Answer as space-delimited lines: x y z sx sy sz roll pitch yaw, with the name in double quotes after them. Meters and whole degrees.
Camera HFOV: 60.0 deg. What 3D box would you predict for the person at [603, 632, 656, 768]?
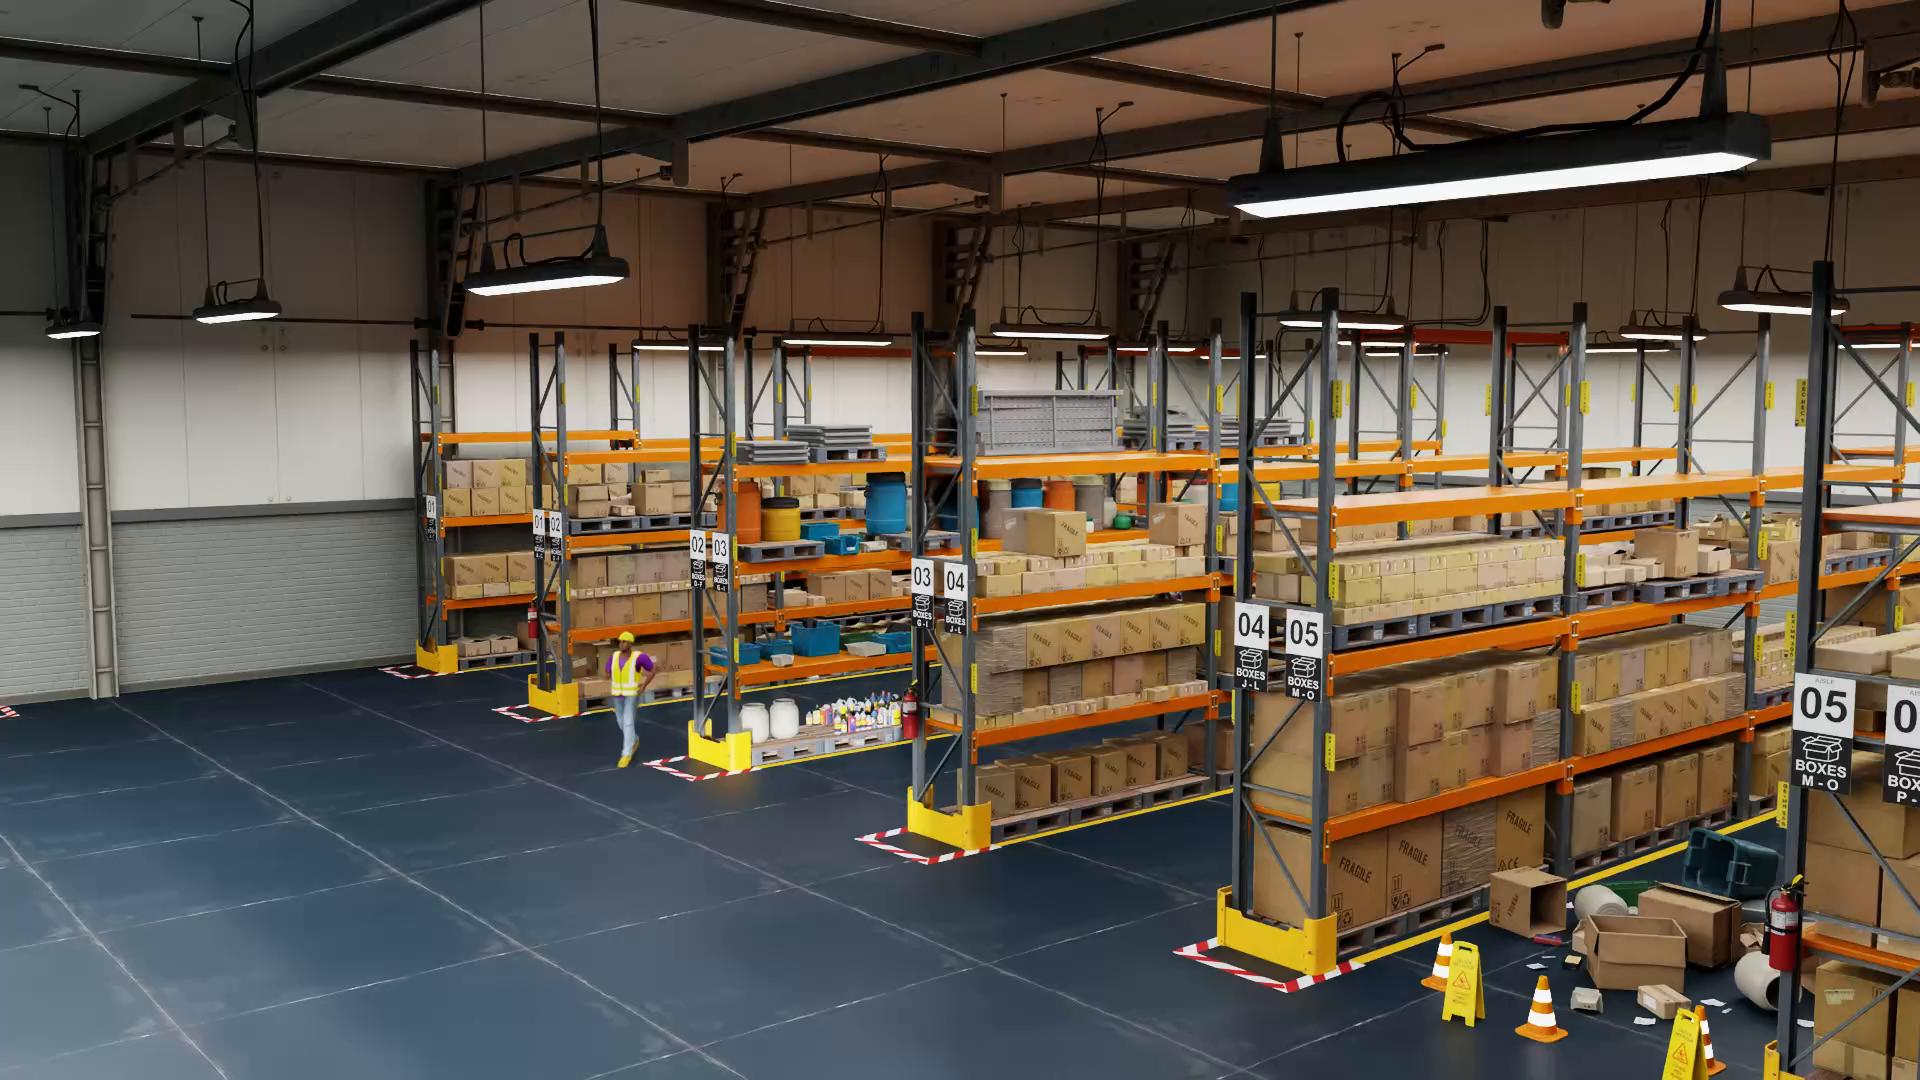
-4.602 2.149 22.839 0.700 1.783 0.858 2 6 20 "person"
